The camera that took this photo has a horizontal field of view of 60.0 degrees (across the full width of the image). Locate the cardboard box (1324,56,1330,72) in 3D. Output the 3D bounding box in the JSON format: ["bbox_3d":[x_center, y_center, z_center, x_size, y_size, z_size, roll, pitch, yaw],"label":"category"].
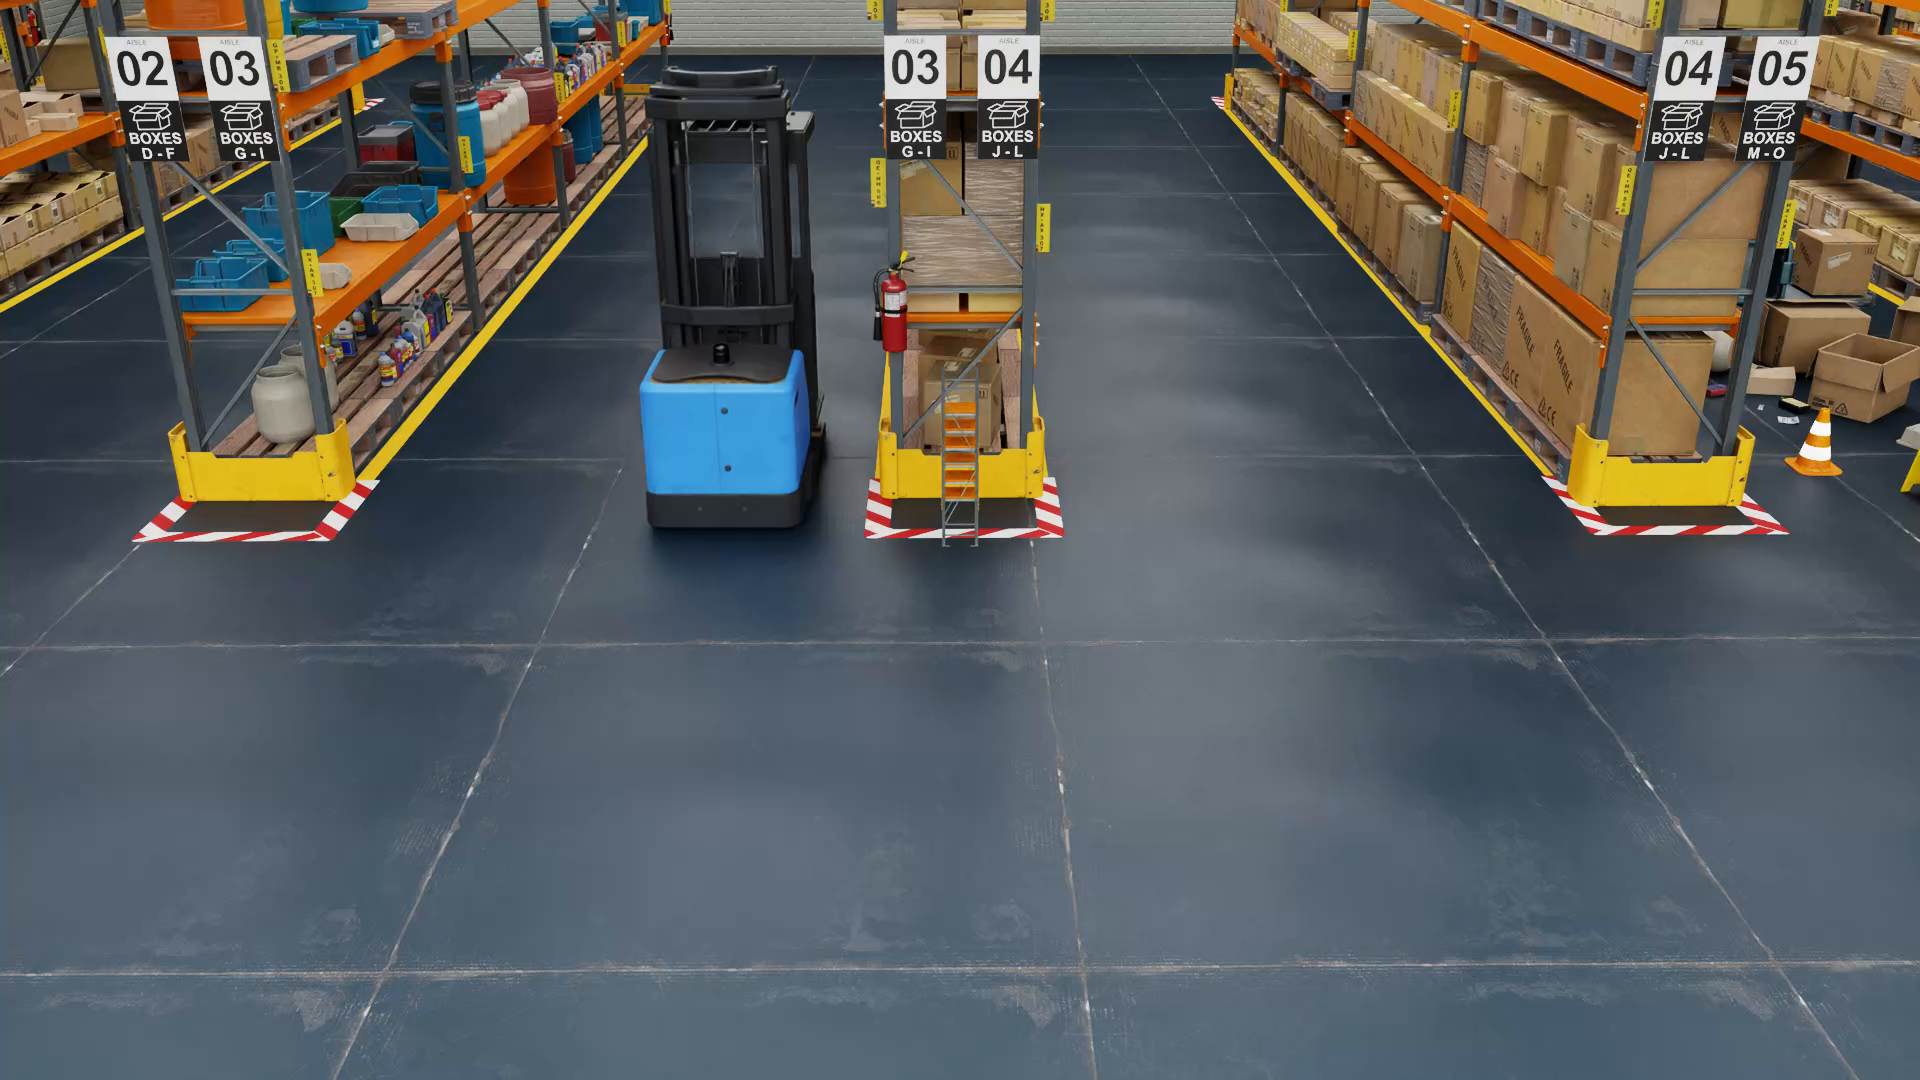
[{"bbox_3d":[4.420,-5.506,19.218,0.380,0.149,0.250,1,24,1],"label":"cardboard box"}]

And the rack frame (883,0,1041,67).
[{"bbox_3d":[0.012,-4.438,10.143,1.000,3.000,0.127,0,24,-1],"label":"rack frame"}]

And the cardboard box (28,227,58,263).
[{"bbox_3d":[-9.711,-3.049,17.180,0.500,0.250,0.500,0,24,0],"label":"cardboard box"}]

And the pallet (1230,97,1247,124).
[{"bbox_3d":[4.773,-6.642,25.679,1.003,0.211,1.213,0,24,-1],"label":"pallet"}]

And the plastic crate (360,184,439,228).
[{"bbox_3d":[-4.701,-2.808,13.999,0.499,0.251,0.616,0,24,-1],"label":"plastic crate"}]

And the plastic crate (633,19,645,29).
[{"bbox_3d":[-4.937,-7.728,24.944,0.396,0.136,0.243,0,24,-1],"label":"plastic crate"}]

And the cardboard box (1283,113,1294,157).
[{"bbox_3d":[4.585,-5.377,22.022,0.500,0.500,0.500,1,24,1],"label":"cardboard box"}]

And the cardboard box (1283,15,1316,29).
[{"bbox_3d":[4.395,-6.699,21.495,0.380,0.149,0.250,0,24,1],"label":"cardboard box"}]

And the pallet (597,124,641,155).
[{"bbox_3d":[-5.118,-5.659,23.507,1.003,0.211,1.213,0,24,-1],"label":"pallet"}]

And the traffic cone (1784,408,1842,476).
[{"bbox_3d":[6.387,-0.755,12.357,0.336,0.463,0.334,0,24,-1],"label":"traffic cone"}]

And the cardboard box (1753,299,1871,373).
[{"bbox_3d":[7.352,-1.771,14.391,0.797,0.637,0.503,0,24,-1],"label":"cardboard box"}]

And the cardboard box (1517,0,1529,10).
[{"bbox_3d":[4.606,-4.252,13.045,0.380,0.149,0.250,-1,24,-1],"label":"cardboard box"}]

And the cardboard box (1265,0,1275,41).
[{"bbox_3d":[4.550,-7.223,23.099,0.500,0.500,0.500,-1,24,-2],"label":"cardboard box"}]

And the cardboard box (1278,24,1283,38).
[{"bbox_3d":[4.386,-6.678,21.810,0.380,0.149,0.250,0,24,0],"label":"cardboard box"}]

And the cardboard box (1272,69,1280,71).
[{"bbox_3d":[5.057,-7.225,25.812,0.380,0.149,0.250,0,24,0],"label":"cardboard box"}]

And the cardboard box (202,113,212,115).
[{"bbox_3d":[-9.733,-5.466,22.195,0.500,0.500,0.500,0,24,-1],"label":"cardboard box"}]

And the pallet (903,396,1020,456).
[{"bbox_3d":[0.038,-0.800,12.764,1.003,0.211,1.213,0,24,-1],"label":"pallet"}]

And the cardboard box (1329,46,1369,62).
[{"bbox_3d":[4.422,-5.530,18.910,0.380,0.149,0.250,-1,24,-3],"label":"cardboard box"}]

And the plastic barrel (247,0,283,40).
[{"bbox_3d":[-5.080,-3.795,11.624,0.600,0.588,0.600,0,24,0],"label":"plastic barrel"}]

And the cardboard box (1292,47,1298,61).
[{"bbox_3d":[4.399,-6.117,20.930,0.380,0.149,0.250,-1,24,-3],"label":"cardboard box"}]

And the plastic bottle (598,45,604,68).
[{"bbox_3d":[-4.696,-6.318,21.721,0.061,0.283,0.133,0,24,-1],"label":"plastic bottle"}]

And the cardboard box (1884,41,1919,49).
[{"bbox_3d":[10.134,-5.019,17.716,0.500,0.500,0.500,-1,24,-1],"label":"cardboard box"}]

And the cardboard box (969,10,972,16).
[{"bbox_3d":[0.260,-3.835,12.148,0.380,0.149,0.250,-1,24,-3],"label":"cardboard box"}]

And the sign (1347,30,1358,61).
[{"bbox_3d":[4.343,-5.467,18.389,0.100,0.325,0.005,0,24,-1],"label":"sign"}]

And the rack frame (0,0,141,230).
[{"bbox_3d":[-9.981,-4.958,18.573,1.000,3.000,0.127,0,24,-1],"label":"rack frame"}]

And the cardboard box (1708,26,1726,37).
[{"bbox_3d":[5.286,-3.422,11.211,0.380,0.149,0.250,0,24,0],"label":"cardboard box"}]

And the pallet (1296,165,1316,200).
[{"bbox_3d":[4.868,-4.535,21.020,1.003,0.211,1.213,0,24,-1],"label":"pallet"}]

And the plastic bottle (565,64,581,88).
[{"bbox_3d":[-4.725,-5.674,20.305,0.152,0.276,0.135,0,24,-1],"label":"plastic bottle"}]

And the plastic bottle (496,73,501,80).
[{"bbox_3d":[-5.449,-5.388,19.680,0.097,0.271,0.097,0,24,0],"label":"plastic bottle"}]

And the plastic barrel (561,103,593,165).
[{"bbox_3d":[-5.075,-5.346,21.468,0.600,0.901,0.708,0,24,-1],"label":"plastic barrel"}]

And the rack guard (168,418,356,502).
[{"bbox_3d":[-4.989,-0.575,11.914,1.175,0.500,0.348,0,24,-1],"label":"rack guard"}]

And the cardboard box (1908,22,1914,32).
[{"bbox_3d":[14.476,-7.688,24.914,0.380,0.149,0.250,0,24,0],"label":"cardboard box"}]

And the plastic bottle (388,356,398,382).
[{"bbox_3d":[-4.650,-1.399,13.565,0.097,0.201,0.097,0,24,0],"label":"plastic bottle"}]

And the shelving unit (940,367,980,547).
[{"bbox_3d":[0.000,-0.541,10.989,0.258,1.200,0.189,0,24,-1],"label":"shelving unit"}]

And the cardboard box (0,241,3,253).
[{"bbox_3d":[-9.693,-2.882,16.128,0.500,0.311,0.500,-1,24,-1],"label":"cardboard box"}]

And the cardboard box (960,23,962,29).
[{"bbox_3d":[0.252,-3.619,12.155,0.500,0.250,0.500,0,24,-1],"label":"cardboard box"}]

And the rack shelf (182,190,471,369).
[{"bbox_3d":[-4.962,-2.179,13.300,1.077,0.370,4.000,0,24,-1],"label":"rack shelf"}]

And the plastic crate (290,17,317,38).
[{"bbox_3d":[-5.239,-3.949,12.960,0.336,0.188,0.450,0,24,-1],"label":"plastic crate"}]

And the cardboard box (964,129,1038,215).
[{"bbox_3d":[0.279,-2.569,11.595,0.500,0.500,0.500,0,24,-1],"label":"cardboard box"}]

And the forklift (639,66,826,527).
[{"bbox_3d":[-1.601,-1.979,12.070,1.130,2.935,3.031,0,24,0],"label":"forklift"}]

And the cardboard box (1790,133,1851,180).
[{"bbox_3d":[9.910,-4.554,19.748,0.875,0.875,0.875,0,24,-1],"label":"cardboard box"}]

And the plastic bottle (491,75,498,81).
[{"bbox_3d":[-5.447,-5.308,19.502,0.097,0.271,0.097,0,24,0],"label":"plastic bottle"}]

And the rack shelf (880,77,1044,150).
[{"bbox_3d":[-0.010,-3.568,12.731,1.077,0.370,4.000,0,24,-1],"label":"rack shelf"}]

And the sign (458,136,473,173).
[{"bbox_3d":[-4.434,-3.455,14.913,0.100,0.325,0.005,0,24,-1],"label":"sign"}]

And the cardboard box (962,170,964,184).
[{"bbox_3d":[-0.054,-2.524,12.709,0.875,0.500,0.500,0,24,-1],"label":"cardboard box"}]

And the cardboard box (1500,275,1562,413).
[{"bbox_3d":[4.888,-1.550,13.107,0.875,0.875,0.875,-1,24,-1],"label":"cardboard box"}]

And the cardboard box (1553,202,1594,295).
[{"bbox_3d":[4.896,-2.133,12.144,0.875,0.550,0.550,0,24,-1],"label":"cardboard box"}]

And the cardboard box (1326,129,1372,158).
[{"bbox_3d":[4.616,-4.657,19.520,0.500,0.250,0.500,-1,24,-2],"label":"cardboard box"}]

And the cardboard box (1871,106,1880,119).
[{"bbox_3d":[9.683,-4.430,17.199,0.380,0.149,0.250,1,24,2],"label":"cardboard box"}]

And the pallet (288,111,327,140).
[{"bbox_3d":[-10.047,-6.123,24.532,1.003,0.211,1.213,0,24,-1],"label":"pallet"}]

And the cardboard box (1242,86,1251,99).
[{"bbox_3d":[4.479,-6.769,25.167,0.380,0.149,0.250,0,24,1],"label":"cardboard box"}]

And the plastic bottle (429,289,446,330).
[{"bbox_3d":[-4.689,-2.060,14.846,0.144,0.351,0.185,-1,24,-2],"label":"plastic bottle"}]

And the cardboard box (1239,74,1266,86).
[{"bbox_3d":[4.462,-7.007,25.331,0.380,0.149,0.250,0,24,-1],"label":"cardboard box"}]

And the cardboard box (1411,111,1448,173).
[{"bbox_3d":[4.651,-3.801,15.893,0.500,0.500,0.500,-1,24,-1],"label":"cardboard box"}]
